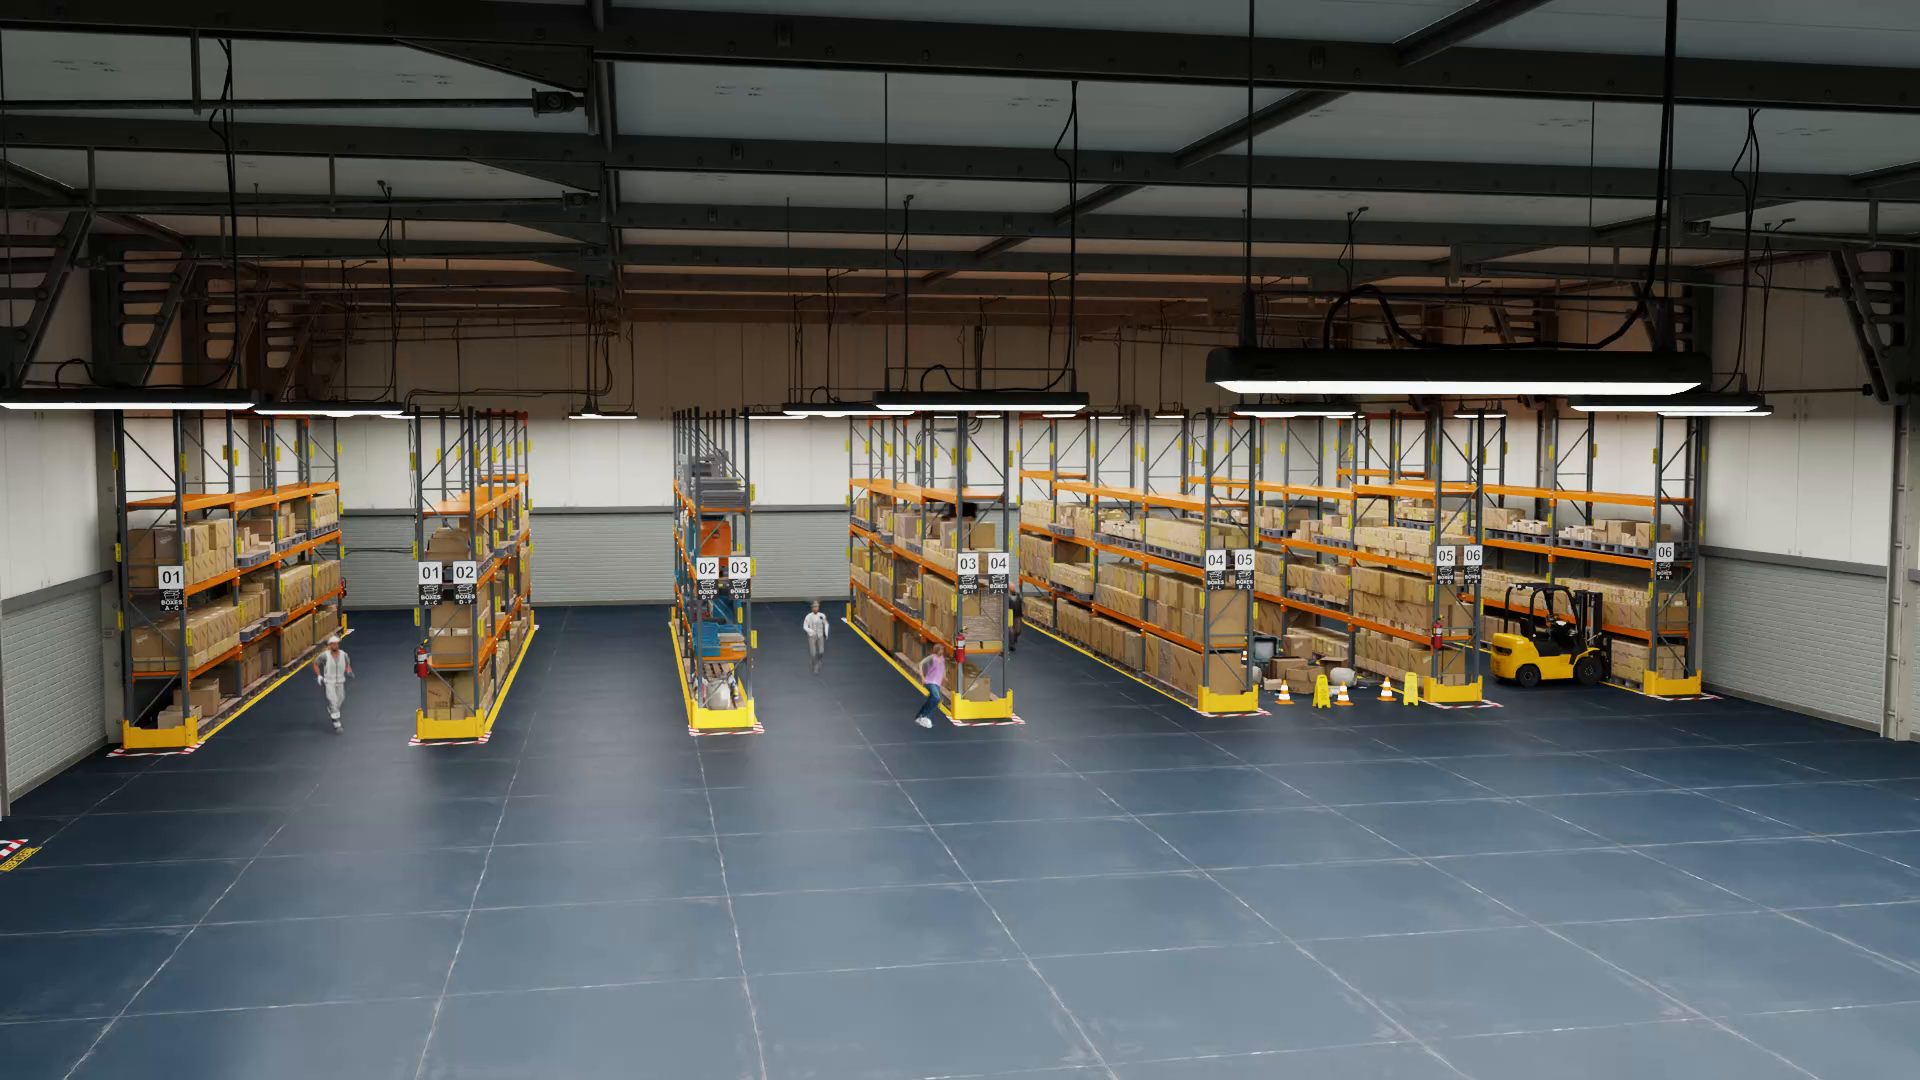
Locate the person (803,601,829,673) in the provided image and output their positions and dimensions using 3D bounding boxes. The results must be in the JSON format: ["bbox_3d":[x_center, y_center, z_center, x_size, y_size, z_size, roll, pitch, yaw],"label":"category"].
[{"bbox_3d":[-3.255,2.210,37.810,0.604,1.659,0.507,-1,4,-12],"label":"person"}]

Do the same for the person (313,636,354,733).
[{"bbox_3d":[-11.649,2.653,30.859,0.636,1.766,0.908,-4,5,-41],"label":"person"}]

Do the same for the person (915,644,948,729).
[{"bbox_3d":[-0.508,2.724,31.271,0.686,1.563,0.526,4,6,43],"label":"person"}]

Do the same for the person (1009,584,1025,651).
[{"bbox_3d":[1.329,1.930,41.702,0.661,1.682,0.585,-1,4,-11],"label":"person"}]
